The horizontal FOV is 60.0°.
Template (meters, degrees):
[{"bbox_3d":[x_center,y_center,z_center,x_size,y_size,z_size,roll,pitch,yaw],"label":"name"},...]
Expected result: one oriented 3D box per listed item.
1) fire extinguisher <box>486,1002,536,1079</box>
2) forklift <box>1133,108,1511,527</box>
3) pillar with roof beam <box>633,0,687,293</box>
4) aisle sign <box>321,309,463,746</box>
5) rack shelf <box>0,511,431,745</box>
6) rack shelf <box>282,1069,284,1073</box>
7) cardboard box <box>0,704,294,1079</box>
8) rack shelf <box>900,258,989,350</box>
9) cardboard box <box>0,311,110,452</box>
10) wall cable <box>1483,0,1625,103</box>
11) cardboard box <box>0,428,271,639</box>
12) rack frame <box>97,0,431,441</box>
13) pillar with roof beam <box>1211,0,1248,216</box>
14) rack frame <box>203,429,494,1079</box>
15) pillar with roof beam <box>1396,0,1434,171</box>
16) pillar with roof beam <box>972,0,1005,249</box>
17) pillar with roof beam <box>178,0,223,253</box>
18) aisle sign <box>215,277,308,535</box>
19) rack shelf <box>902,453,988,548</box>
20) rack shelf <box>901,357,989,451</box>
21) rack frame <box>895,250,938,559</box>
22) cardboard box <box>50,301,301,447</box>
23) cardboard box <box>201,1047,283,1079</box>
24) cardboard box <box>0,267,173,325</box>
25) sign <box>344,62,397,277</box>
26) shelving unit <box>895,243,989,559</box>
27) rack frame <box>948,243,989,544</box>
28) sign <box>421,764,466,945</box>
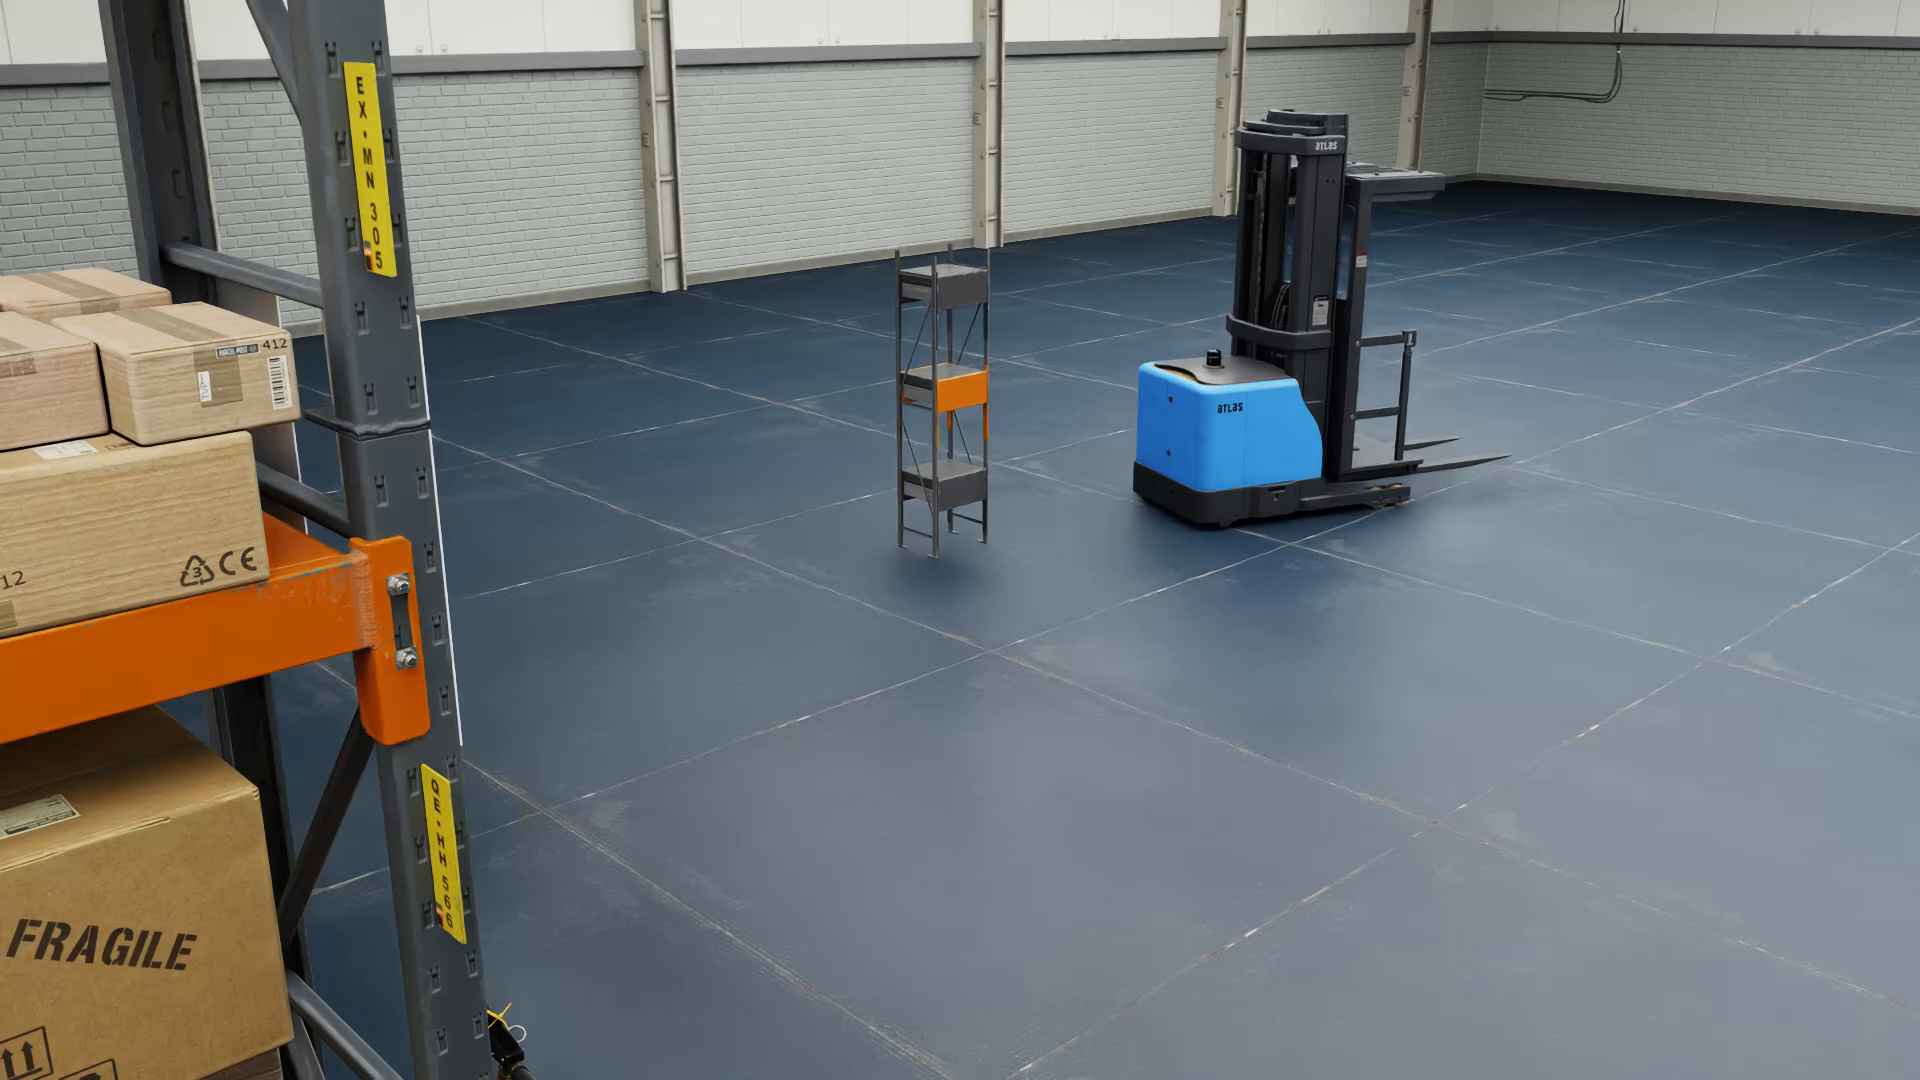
[{"bbox_3d":[-0.895,1.254,3.380,0.183,0.674,0.296,-16,24,-41],"label":"fire extinguisher"},{"bbox_3d":[2.910,-1.770,12.693,3.031,2.935,1.130,-8,19,-22],"label":"forklift"},{"bbox_3d":[-0.964,-6.681,17.999,0.400,9.000,9.100,-16,24,-41],"label":"pillar with roof beam"},{"bbox_3d":[-1.043,-0.045,3.044,0.004,0.787,0.394,-16,24,-41],"label":"aisle sign"},{"bbox_3d":[-2.748,0.477,1.953,4.000,0.370,1.077,-16,24,-41],"label":"rack shelf"},{"bbox_3d":[-2.748,1.904,2.415,4.000,0.370,1.077,-16,24,-41],"label":"rack shelf"},{"bbox_3d":[-1.524,0.645,2.866,0.500,0.500,0.500,-16,24,-41],"label":"cardboard box"},{"bbox_3d":[-0.120,-1.617,11.341,0.480,0.518,0.431,-16,24,-41],"label":"rack shelf"},{"bbox_3d":[-1.551,-0.250,2.624,0.380,0.149,0.250,17,25,42],"label":"cardboard box"},{"bbox_3d":[12.206,-10.310,34.229,0.112,2.526,3.097,-16,24,-41],"label":"wall cable"},{"bbox_3d":[-1.470,-0.058,2.681,0.500,0.250,0.500,-16,24,-40],"label":"cardboard box"},{"bbox_3d":[-1.294,-1.716,2.686,0.127,3.000,1.000,-16,24,-41],"label":"rack frame"},{"bbox_3d":[7.755,-9.223,25.842,0.400,9.000,9.100,-16,24,-41],"label":"pillar with roof beam"},{"bbox_3d":[-1.294,1.138,3.611,0.127,3.000,1.000,-16,24,-41],"label":"rack frame"},{"bbox_3d":[12.115,-10.495,29.763,0.400,9.000,9.100,-16,24,-41],"label":"pillar with roof beam"},{"bbox_3d":[3.396,-7.952,21.921,0.400,9.000,9.100,-16,24,-41],"label":"pillar with roof beam"},{"bbox_3d":[-5.324,-5.409,14.078,0.400,9.000,9.100,-16,24,-41],"label":"pillar with roof beam"},{"bbox_3d":[-1.455,-0.179,3.458,0.004,0.787,0.394,-16,24,-41],"label":"aisle sign"},{"bbox_3d":[-0.120,-0.285,11.773,0.480,0.518,0.431,-16,24,-41],"label":"rack shelf"},{"bbox_3d":[-0.120,-0.951,11.557,0.480,0.518,0.431,-16,24,-41],"label":"rack shelf"},{"bbox_3d":[-0.298,-0.912,11.393,0.015,2.100,0.400,-16,24,-41],"label":"rack frame"},{"bbox_3d":[-1.282,-0.278,2.713,0.250,0.149,0.380,-16,24,-41],"label":"cardboard box"},{"bbox_3d":[-1.713,1.059,3.210,0.500,0.500,0.875,-16,24,-41],"label":"cardboard box"},{"bbox_3d":[-1.653,-0.401,3.090,0.250,0.149,0.380,-16,24,-41],"label":"cardboard box"},{"bbox_3d":[-0.928,-0.581,2.615,0.005,0.325,0.100,-16,24,-41],"label":"sign"},{"bbox_3d":[-0.120,-0.964,11.553,0.503,2.100,0.431,-16,24,-41],"label":"shelving unit"},{"bbox_3d":[0.057,-1.015,11.712,0.015,2.100,0.400,-16,24,-41],"label":"rack frame"},{"bbox_3d":[-0.928,0.565,2.987,0.005,0.325,0.100,-16,24,-41],"label":"sign"}]
